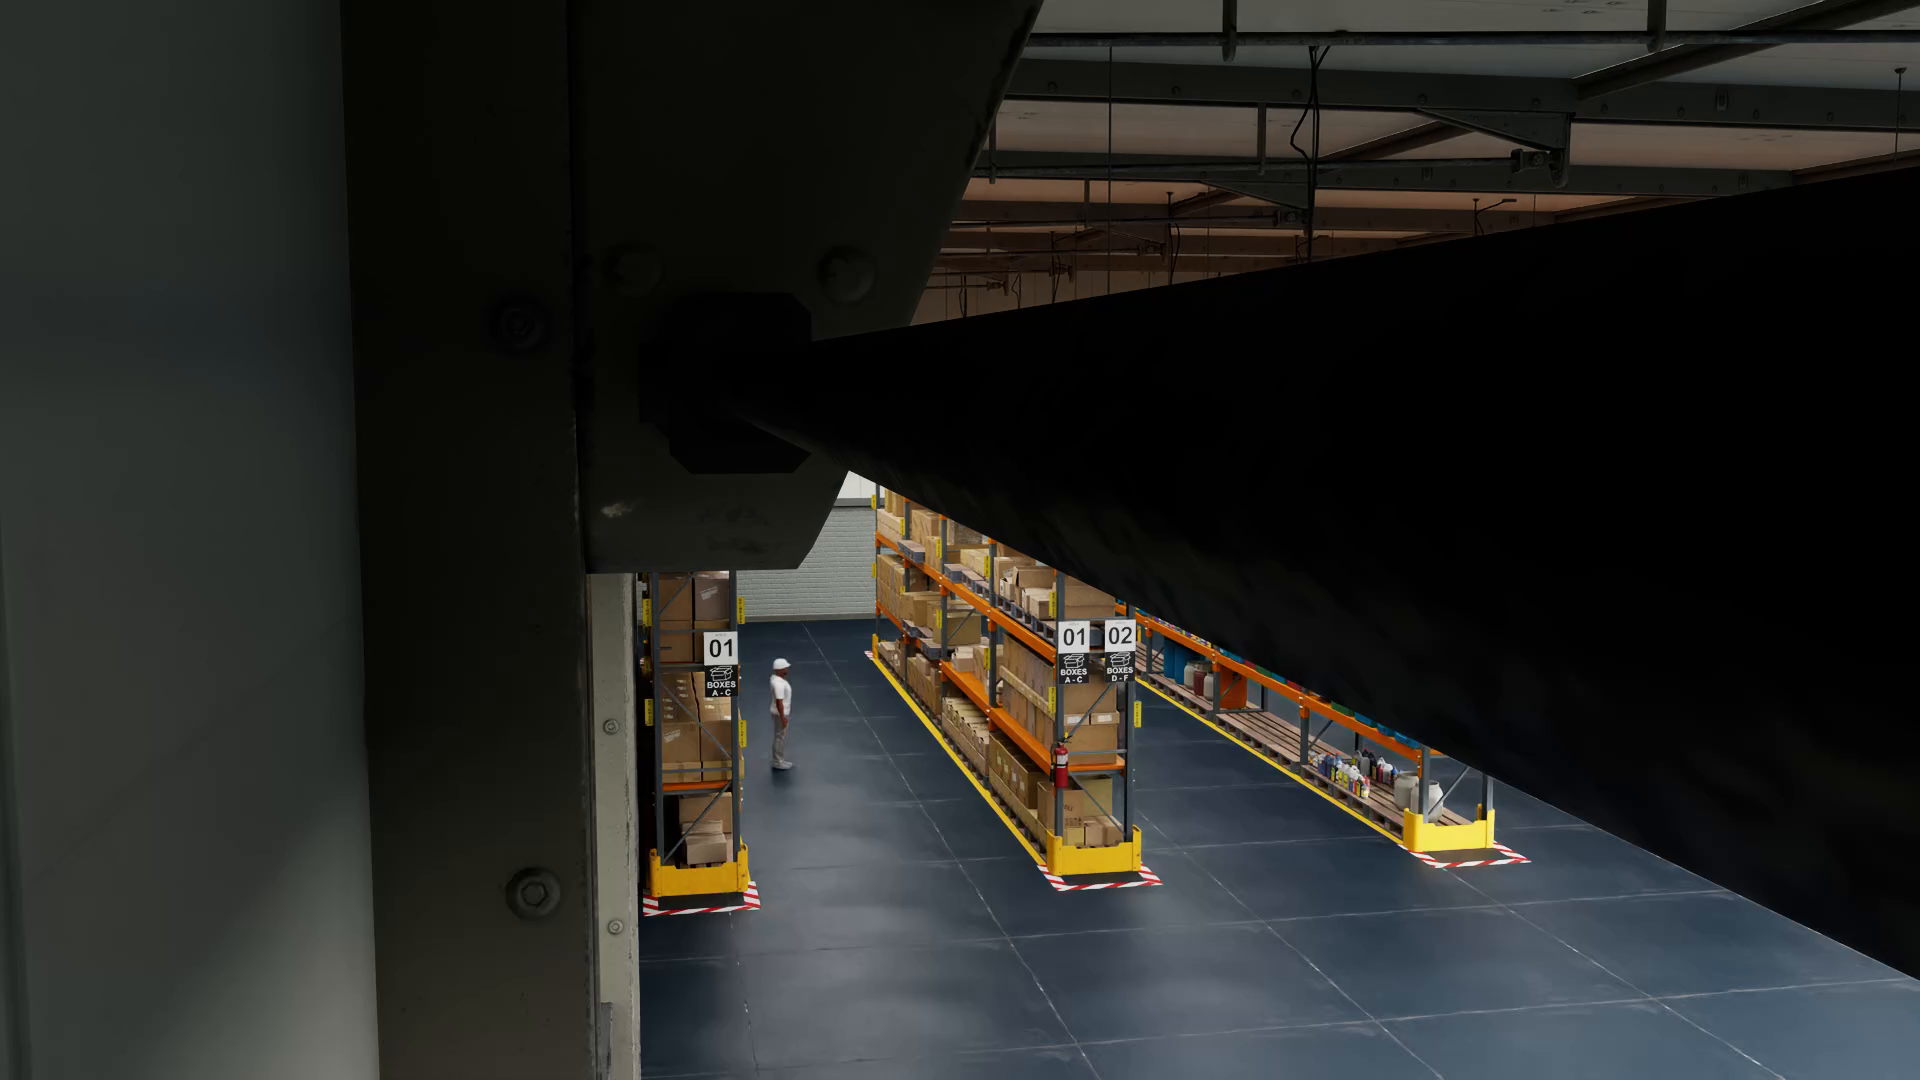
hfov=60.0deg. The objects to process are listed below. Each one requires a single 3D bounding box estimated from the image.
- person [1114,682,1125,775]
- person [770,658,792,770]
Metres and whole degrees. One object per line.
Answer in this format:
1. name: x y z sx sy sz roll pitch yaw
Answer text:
1. person: 2.483 2.779 26.292 0.451 1.730 0.639 -3 7 -28
2. person: -2.842 2.744 26.370 0.358 1.768 0.622 0 6 -1
